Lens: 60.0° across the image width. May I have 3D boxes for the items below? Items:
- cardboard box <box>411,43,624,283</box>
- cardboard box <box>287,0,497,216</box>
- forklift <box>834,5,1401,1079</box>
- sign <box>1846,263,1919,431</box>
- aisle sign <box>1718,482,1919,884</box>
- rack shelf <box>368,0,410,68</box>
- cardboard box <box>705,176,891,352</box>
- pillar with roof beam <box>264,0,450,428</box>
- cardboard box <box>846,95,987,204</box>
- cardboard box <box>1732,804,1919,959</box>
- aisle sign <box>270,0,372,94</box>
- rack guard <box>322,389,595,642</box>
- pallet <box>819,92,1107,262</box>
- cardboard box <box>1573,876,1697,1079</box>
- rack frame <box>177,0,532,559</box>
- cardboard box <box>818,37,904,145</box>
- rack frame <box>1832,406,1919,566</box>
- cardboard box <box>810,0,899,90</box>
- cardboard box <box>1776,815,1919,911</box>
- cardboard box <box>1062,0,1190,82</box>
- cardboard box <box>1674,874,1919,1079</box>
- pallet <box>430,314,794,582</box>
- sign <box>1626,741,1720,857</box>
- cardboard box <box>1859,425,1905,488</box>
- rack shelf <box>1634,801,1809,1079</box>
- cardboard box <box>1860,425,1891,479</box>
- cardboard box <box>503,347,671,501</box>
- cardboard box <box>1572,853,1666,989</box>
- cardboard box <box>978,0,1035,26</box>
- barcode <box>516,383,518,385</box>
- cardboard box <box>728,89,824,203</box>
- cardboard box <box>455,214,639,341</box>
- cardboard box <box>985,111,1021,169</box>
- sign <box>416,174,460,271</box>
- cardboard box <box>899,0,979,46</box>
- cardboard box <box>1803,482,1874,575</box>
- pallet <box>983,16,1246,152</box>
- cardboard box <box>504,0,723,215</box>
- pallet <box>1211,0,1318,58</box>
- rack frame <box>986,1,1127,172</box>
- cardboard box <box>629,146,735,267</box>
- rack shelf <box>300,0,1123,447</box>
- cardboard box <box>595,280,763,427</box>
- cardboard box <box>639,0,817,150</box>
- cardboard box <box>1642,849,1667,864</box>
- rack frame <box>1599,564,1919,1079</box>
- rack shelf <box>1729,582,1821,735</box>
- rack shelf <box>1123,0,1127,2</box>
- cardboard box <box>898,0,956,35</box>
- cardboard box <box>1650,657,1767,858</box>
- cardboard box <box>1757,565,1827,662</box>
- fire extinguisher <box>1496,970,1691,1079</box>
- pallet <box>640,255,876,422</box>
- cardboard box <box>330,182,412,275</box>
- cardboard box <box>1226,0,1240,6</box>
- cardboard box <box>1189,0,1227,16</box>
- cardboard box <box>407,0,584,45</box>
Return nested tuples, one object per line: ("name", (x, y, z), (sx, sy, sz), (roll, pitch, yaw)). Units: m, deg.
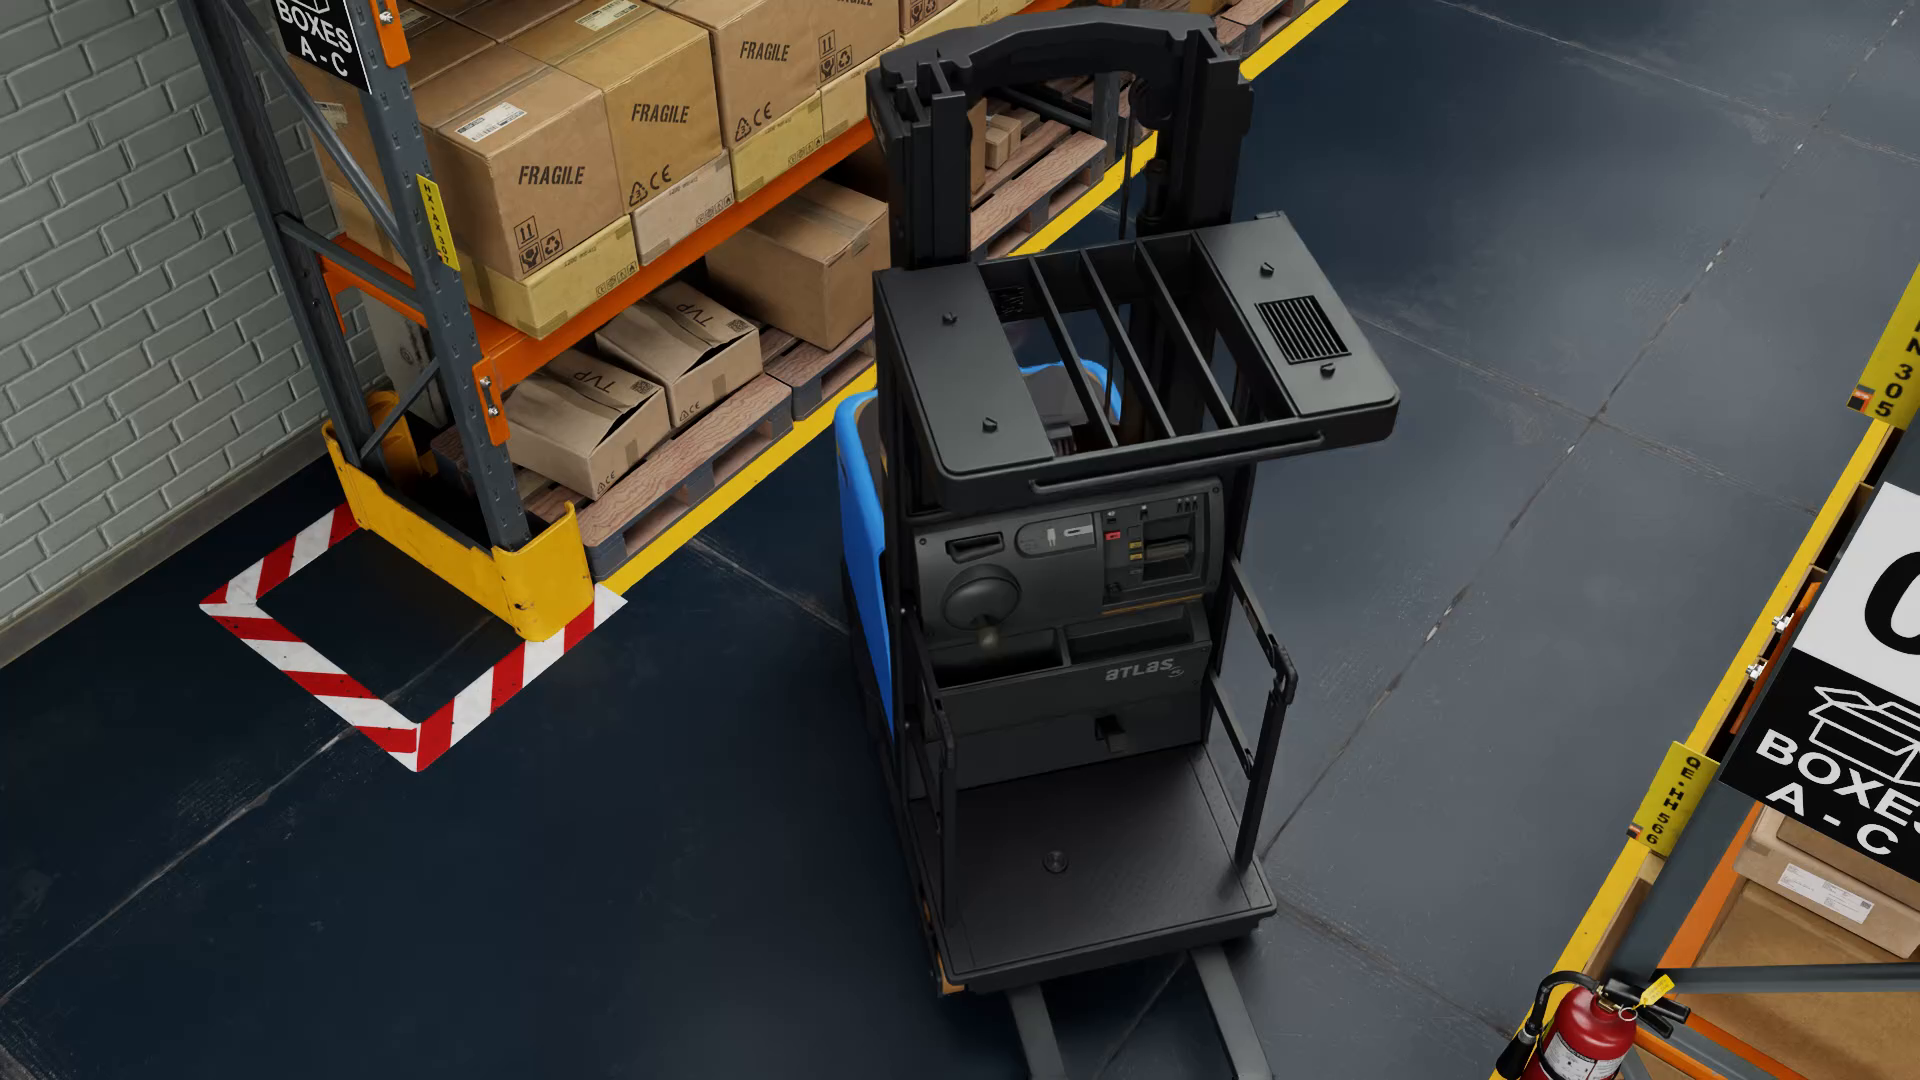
("cardboard box", (-1.527, -1.283, 5.637), (0.500, 0.500, 0.500), (29, 53, 25))
("cardboard box", (-1.937, -1.506, 5.850), (0.500, 0.500, 0.500), (29, 53, 25))
("forklift", (0.381, 0.167, 4.728), (1.130, 2.935, 3.031), (-10, 47, -9))
("sign", (1.444, -0.303, 2.498), (0.100, 0.325, 0.005), (29, 53, 25))
("aisle sign", (1.592, 0.269, 2.785), (0.394, 0.787, 0.004), (29, 53, 25))
("rack shelf", (-0.834, -2.860, 5.996), (1.077, 0.370, 4.000), (29, 53, 25))
("cardboard box", (-0.726, -1.297, 7.504), (0.700, 0.500, 0.500), (26, 52, 23))
("pillar with roof beam", (1.093, -1.880, 2.488), (9.100, 9.000, 0.400), (29, 53, 25))
("cardboard box", (-0.215, -1.894, 8.074), (0.500, 0.500, 0.500), (25, 51, 22))
("cardboard box", (1.948, 0.698, 3.656), (0.380, 0.149, 0.250), (28, 53, 24))
("aisle sign", (-1.864, -1.653, 4.621), (0.394, 0.787, 0.004), (29, 53, 25))
("rack guard", (-2.011, -0.108, 6.673), (1.175, 0.500, 0.348), (29, 53, 25))
("pallet", (0.006, -1.854, 8.540), (1.003, 0.211, 1.213), (29, 53, 25))
("cardboard box", (1.957, 1.367, 4.627), (0.500, 0.500, 0.500), (29, 53, 25))
("rack frame", (-2.057, -0.928, 5.727), (1.000, 3.000, 0.127), (29, 53, 25))
("cardboard box", (-0.574, -1.903, 6.748), (0.500, 0.250, 0.500), (30, 53, 25))
("rack frame", (1.865, -0.813, 1.468), (1.000, 3.000, 0.127), (29, 53, 25))
("cardboard box", (-0.590, -2.155, 6.470), (0.500, 0.500, 0.500), (31, 54, 26))
("cardboard box", (2.193, 0.485, 3.411), (0.700, 0.500, 0.500), (29, 53, 25))
("cardboard box", (0.825, -2.934, 9.068), (0.700, 0.500, 0.500), (31, 54, 26))
("cardboard box", (2.161, 0.964, 3.851), (0.700, 0.500, 0.500), (29, 53, 25))
("pallet", (-1.486, -0.458, 7.206), (1.003, 0.211, 1.213), (29, 53, 25))
("sign", (1.444, 0.530, 3.370), (0.100, 0.325, 0.005), (29, 53, 25))
("cardboard box", (3.480, -0.067, 5.997), (0.500, 0.500, 0.500), (29, 53, 25))
("rack shelf", (3.088, 0.364, 4.990), (1.077, 0.370, 4.000), (29, 53, 25))
("cardboard box", (3.779, -0.357, 6.274), (0.500, 0.500, 0.500), (29, 53, 25))
("cardboard box", (-1.563, -0.508, 6.880), (0.500, 0.311, 0.500), (24, 51, 21))
("cardboard box", (2.255, 1.335, 5.176), (0.500, 0.250, 0.500), (29, 53, 25))
("cardboard box", (0.027, -2.486, 7.305), (0.500, 0.250, 0.500), (29, 53, 25))
("barcode", (-1.868, -0.698, 7.056), (0.001, 0.075, 0.075), (29, 53, 25))
("cardboard box", (-0.885, -1.615, 6.473), (0.500, 0.250, 0.500), (28, 53, 24))
("cardboard box", (-1.508, -1.022, 5.907), (0.500, 0.250, 0.500), (28, 52, 24))
("cardboard box", (0.085, -2.071, 8.474), (0.380, 0.166, 0.250), (23, 50, 20))
("sign", (-1.628, -0.988, 5.185), (0.100, 0.325, 0.005), (29, 53, 25))
("cardboard box", (-0.268, -2.191, 7.023), (0.500, 0.250, 0.500), (29, 53, 25))
("cardboard box", (3.168, 0.216, 5.727), (0.500, 0.500, 0.500), (29, 53, 25))
("pallet", (0.863, -2.700, 9.348), (1.003, 0.211, 1.213), (29, 53, 25))
("cardboard box", (-1.217, -1.561, 5.903), (0.500, 0.500, 0.500), (29, 53, 25))
("pallet", (1.609, -3.401, 10.018), (1.003, 0.211, 1.213), (29, 53, 25))
("rack frame", (0.388, -3.217, 7.914), (1.000, 3.000, 0.127), (29, 53, 25))
("cardboard box", (-1.201, -1.326, 6.197), (0.500, 0.250, 0.500), (28, 52, 24))
("rack shelf", (-0.834, -1.824, 7.080), (1.077, 0.370, 4.000), (29, 53, 25))
("cardboard box", (-1.214, -0.834, 7.192), (0.500, 0.311, 0.500), (34, 55, 28))
("cardboard box", (-0.897, -1.854, 6.183), (0.500, 0.500, 0.500), (28, 52, 24))
("cardboard box", (2.560, 1.048, 5.450), (0.500, 0.250, 0.500), (29, 53, 25))
("rack frame", (1.865, 1.260, 3.637), (1.000, 3.000, 0.127), (29, 53, 25))
("rack shelf", (3.088, -0.673, 3.906), (1.077, 0.370, 4.000), (29, 53, 25))
("rack shelf", (1.611, -4.113, 9.267), (1.077, 0.370, 4.000), (29, 53, 25))
("cardboard box", (-0.273, -2.453, 6.754), (0.500, 0.500, 0.500), (28, 52, 24))
("cardboard box", (2.557, 0.788, 5.180), (0.500, 0.500, 0.500), (29, 53, 25))
("cardboard box", (2.864, 0.503, 5.453), (0.500, 0.500, 0.500), (29, 53, 25))
("fire extinguisher", (1.425, 1.149, 3.797), (0.296, 0.674, 0.183), (29, 53, 25))
("pallet", (-0.740, -1.153, 7.870), (1.003, 0.211, 1.213), (29, 53, 25))
("cardboard box", (-1.925, -1.237, 6.111), (0.500, 0.250, 0.500), (30, 53, 25))
("cardboard box", (1.445, -3.526, 9.633), (0.700, 0.500, 0.500), (30, 53, 25))
("cardboard box", (1.101, -3.252, 9.371), (0.700, 0.500, 0.500), (28, 52, 24))
("cardboard box", (-1.622, -1.790, 6.121), (0.500, 0.500, 0.500), (30, 53, 25))
